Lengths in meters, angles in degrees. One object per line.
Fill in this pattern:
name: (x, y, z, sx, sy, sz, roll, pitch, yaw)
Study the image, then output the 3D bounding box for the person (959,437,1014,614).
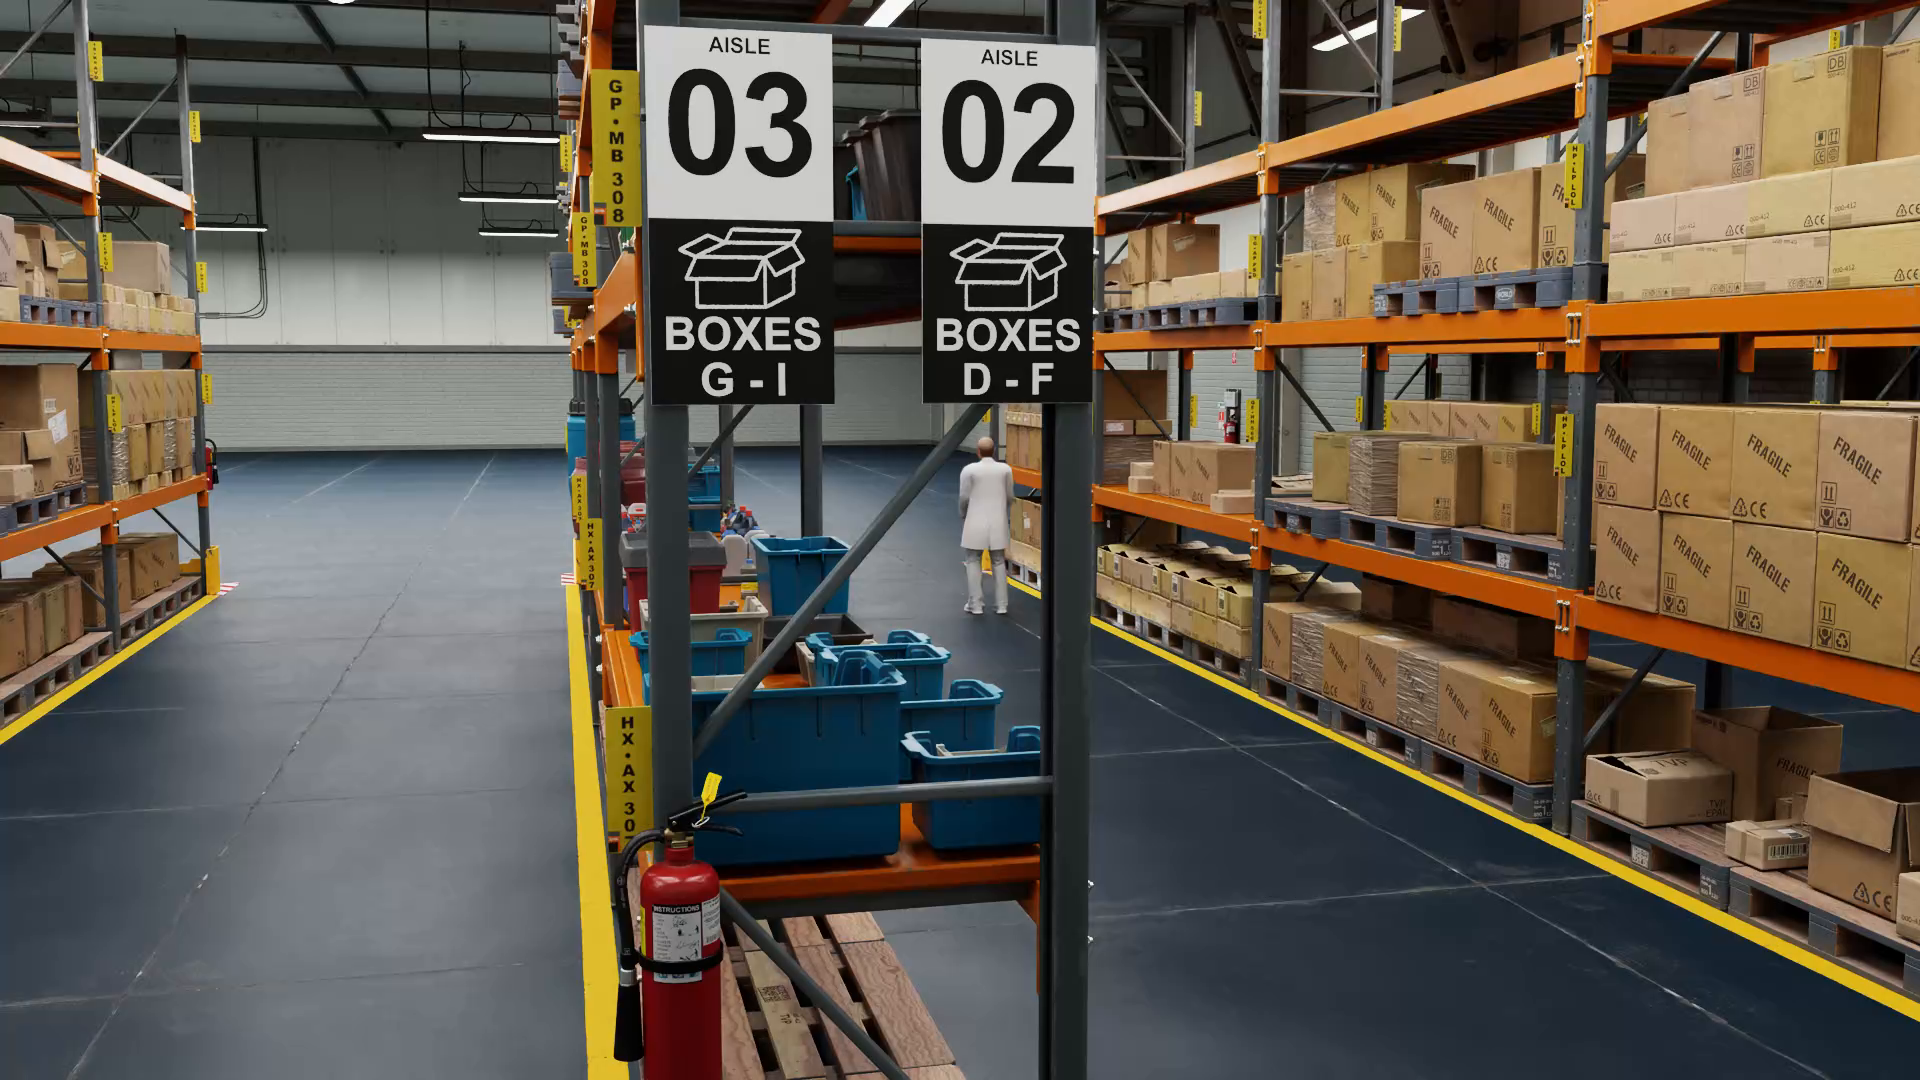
person: (0.246, -0.155, 16.825, 0.566, 1.782, 0.499, -1, 6, -14)
